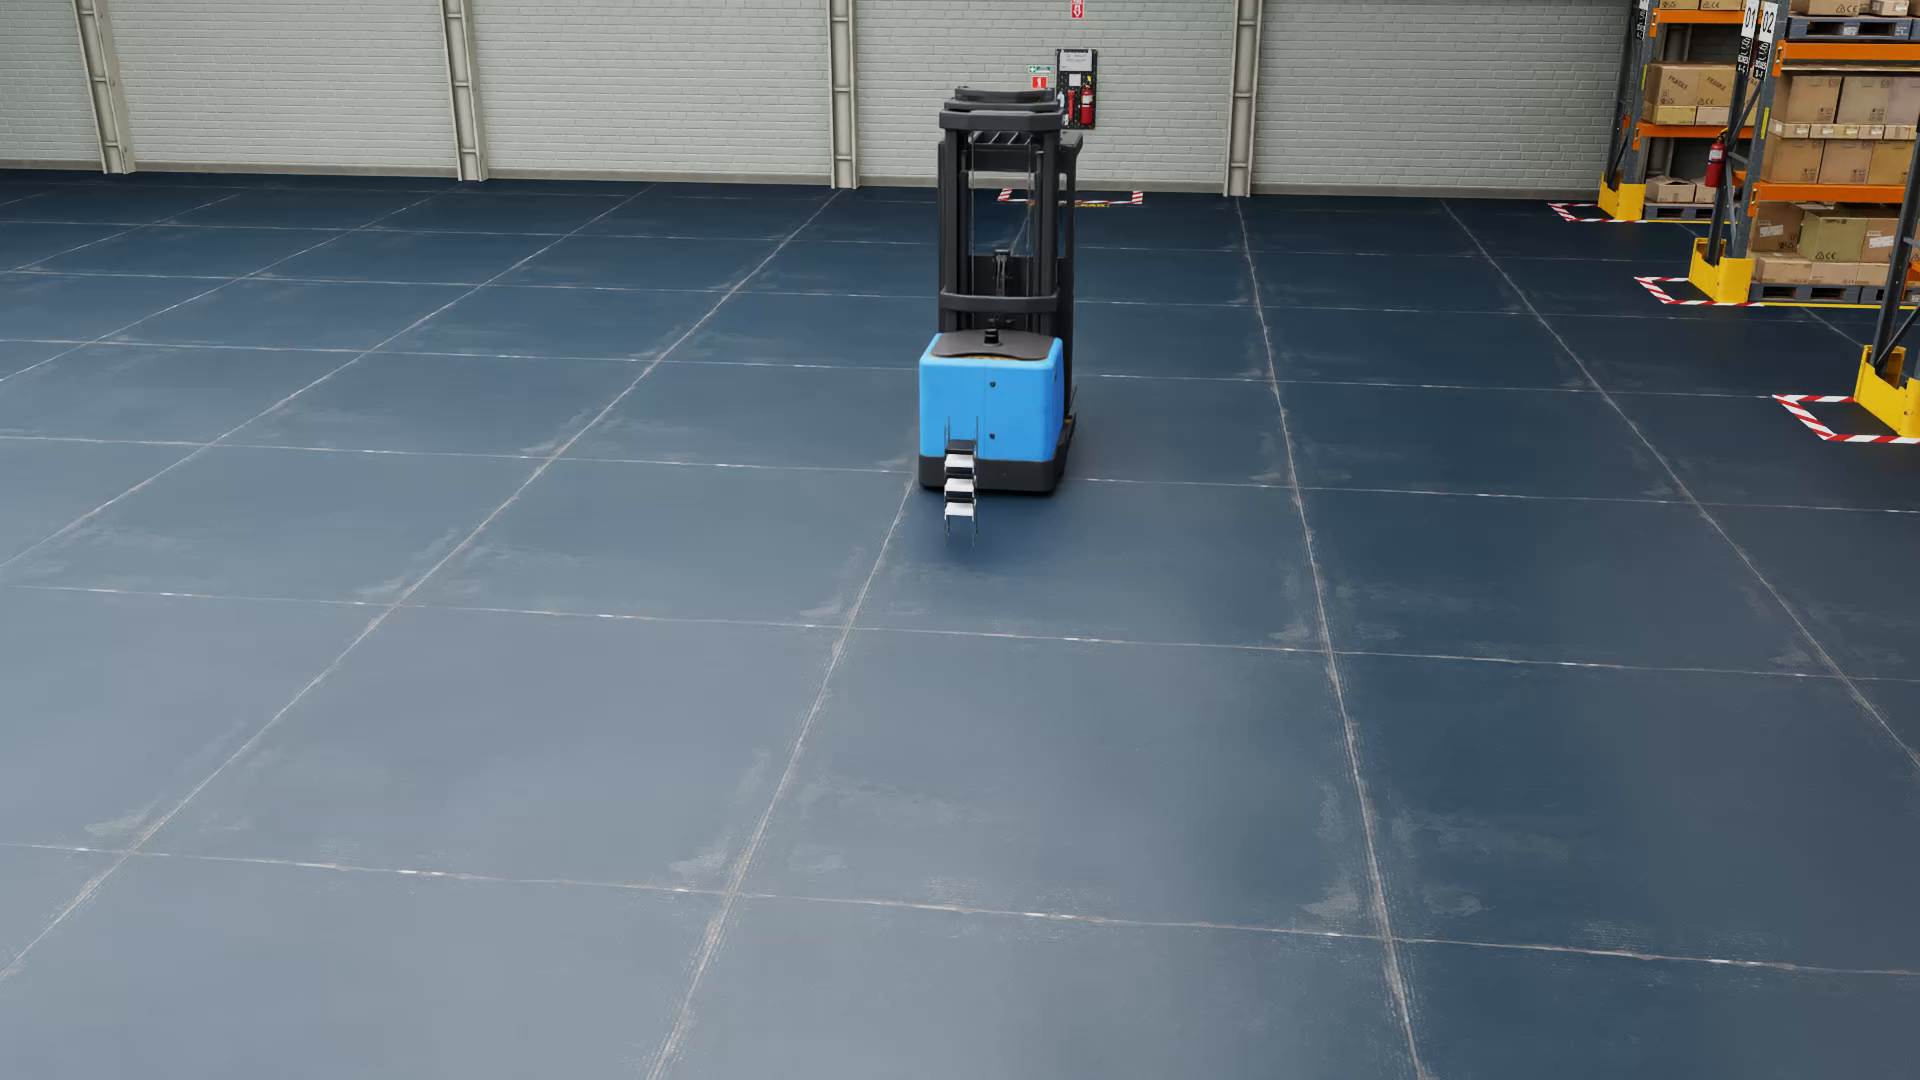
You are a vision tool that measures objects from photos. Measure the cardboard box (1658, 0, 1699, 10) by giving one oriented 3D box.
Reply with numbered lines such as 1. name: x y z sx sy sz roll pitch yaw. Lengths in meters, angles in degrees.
1. cardboard box: 9.645 -7.418 22.380 0.500 0.500 0.500 3 22 8

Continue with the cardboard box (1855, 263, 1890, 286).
1. cardboard box: 10.263 -3.034 18.704 0.500 0.250 0.500 2 22 6

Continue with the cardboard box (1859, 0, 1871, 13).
1. cardboard box: 9.938 -5.896 18.137 0.500 0.250 0.500 2 22 6

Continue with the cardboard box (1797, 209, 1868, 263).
1. cardboard box: 9.766 -3.404 18.620 0.500 0.500 0.500 2 22 6

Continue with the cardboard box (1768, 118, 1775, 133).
1. cardboard box: 9.165 -4.666 18.643 0.250 0.149 0.380 2 22 5

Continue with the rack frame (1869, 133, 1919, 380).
1. rack frame: 8.176 -2.456 14.072 0.127 3.000 1.000 2 22 6

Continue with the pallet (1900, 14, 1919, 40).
1. pallet: 10.677 -5.526 17.879 1.213 0.211 1.003 2 22 6

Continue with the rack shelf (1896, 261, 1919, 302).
1. rack shelf: 10.163 -2.035 13.986 4.000 0.370 1.077 2 22 6

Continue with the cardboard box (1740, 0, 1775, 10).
1. cardboard box: 10.690 -7.361 22.236 0.500 0.500 0.500 4 22 9

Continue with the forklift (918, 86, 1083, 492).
1. forklift: 0.404 -2.238 13.614 1.130 2.935 3.031 3 22 8

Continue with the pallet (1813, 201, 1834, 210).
1. pallet: 12.644 -4.619 23.337 1.213 0.211 1.003 2 22 6

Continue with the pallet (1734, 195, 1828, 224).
1. pallet: 11.429 -4.671 23.468 1.213 0.211 1.003 2 22 6

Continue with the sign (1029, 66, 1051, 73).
1. sign: 1.198 -7.060 24.949 0.331 0.109 0.001 2 22 6

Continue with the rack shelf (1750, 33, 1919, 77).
1. rack shelf: 10.749 -5.238 18.008 4.000 0.370 1.077 2 22 6

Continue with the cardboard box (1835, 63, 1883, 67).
1. cardboard box: 12.359 -6.309 22.974 0.500 0.500 0.500 2 22 6

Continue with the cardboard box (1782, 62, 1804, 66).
1. cardboard box: 11.348 -6.351 23.080 0.500 0.500 0.500 3 22 7

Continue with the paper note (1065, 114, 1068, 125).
1. paper note: 1.564 -6.362 25.151 0.142 0.148 0.016 2 22 6

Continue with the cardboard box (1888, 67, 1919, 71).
1. cardboard box: 12.809 -6.096 22.436 0.500 0.500 0.500 2 22 6

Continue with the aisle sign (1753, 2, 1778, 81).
1. aisle sign: 8.662 -5.364 17.893 0.004 0.787 0.394 2 22 6

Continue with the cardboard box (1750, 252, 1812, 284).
1. cardboard box: 9.270 -3.077 18.811 0.500 0.250 0.500 2 22 6

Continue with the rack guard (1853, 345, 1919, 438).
1. rack guard: 8.257 -1.307 14.567 0.348 0.500 1.175 2 22 6

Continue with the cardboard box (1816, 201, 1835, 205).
1. cardboard box: 12.279 -4.973 23.239 0.500 0.500 0.500 1 22 2

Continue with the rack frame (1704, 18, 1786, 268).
1. rack frame: 8.763 -4.264 18.646 0.127 3.000 1.000 2 22 6

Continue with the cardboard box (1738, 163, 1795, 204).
1. cardboard box: 11.308 -4.978 23.252 0.500 0.500 0.700 1 22 3

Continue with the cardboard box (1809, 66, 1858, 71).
1. cardboard box: 11.814 -6.141 22.550 0.500 0.500 0.500 2 22 5

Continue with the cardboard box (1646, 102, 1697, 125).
1. cardboard box: 9.790 -5.876 22.899 0.500 0.250 0.500 2 22 5

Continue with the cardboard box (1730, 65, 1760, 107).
1. cardboard box: 10.783 -6.181 22.652 0.500 0.500 0.500 2 22 5

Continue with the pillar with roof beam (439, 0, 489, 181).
1. pillar with roof beam: -8.242 -8.356 20.835 0.400 9.000 9.100 2 22 6

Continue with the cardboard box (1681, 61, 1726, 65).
1. cardboard box: 10.334 -6.393 23.188 0.500 0.500 0.500 3 22 7

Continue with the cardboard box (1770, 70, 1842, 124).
1. cardboard box: 9.278 -4.887 18.321 0.500 0.500 0.700 3 22 6

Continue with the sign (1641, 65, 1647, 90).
1. sign: 9.279 -6.278 22.561 0.005 0.325 0.100 2 22 6

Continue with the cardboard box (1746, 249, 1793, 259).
1. cardboard box: 9.330 -3.266 19.289 0.500 0.250 0.500 2 22 6

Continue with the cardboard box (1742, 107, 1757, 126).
1. cardboard box: 10.812 -5.834 22.794 0.500 0.250 0.500 2 22 5

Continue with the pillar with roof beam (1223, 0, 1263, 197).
1. pillar with roof beam: 3.674 -7.836 19.522 0.400 9.000 9.100 2 22 6

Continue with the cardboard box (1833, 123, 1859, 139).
1. cardboard box: 9.638 -4.495 18.212 0.250 0.149 0.380 3 22 7

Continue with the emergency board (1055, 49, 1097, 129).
1. emergency board: 1.731 -6.739 24.906 0.643 1.169 0.194 2 22 6

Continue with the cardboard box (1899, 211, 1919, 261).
1. cardboard box: 10.759 -3.359 18.506 0.500 0.500 0.500 2 22 6

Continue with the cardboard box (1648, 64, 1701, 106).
1. cardboard box: 9.781 -6.231 22.778 0.500 0.500 0.500 3 22 6

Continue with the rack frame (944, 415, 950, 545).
1. rack frame: -0.093 -0.423 11.785 0.006 0.900 0.240 2 22 6

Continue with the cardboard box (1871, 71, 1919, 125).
1. cardboard box: 10.301 -4.845 18.214 0.500 0.500 0.700 3 22 7

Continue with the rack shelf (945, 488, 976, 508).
1. rack shelf: 0.008 -0.303 11.819 0.200 0.077 0.258 2 22 6

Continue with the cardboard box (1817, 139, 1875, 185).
1. cardboard box: 9.747 -4.265 18.512 0.500 0.500 0.700 3 22 8

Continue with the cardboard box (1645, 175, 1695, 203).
1. cardboard box: 10.019 -4.965 23.476 0.500 0.311 0.500 0 22 0

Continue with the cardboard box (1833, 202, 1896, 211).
1. cardboard box: 10.325 -3.577 19.057 0.500 0.500 0.500 2 22 6

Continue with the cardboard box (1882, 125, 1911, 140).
1. cardboard box: 10.153 -4.473 18.155 0.250 0.149 0.380 2 22 4

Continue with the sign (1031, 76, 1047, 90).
1. sign: 1.195 -6.817 25.055 0.234 0.329 0.001 2 22 6

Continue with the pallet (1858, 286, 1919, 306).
1. pallet: 10.736 -2.896 18.978 1.213 0.211 1.003 2 22 6

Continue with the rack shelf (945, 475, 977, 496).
1. rack shelf: 0.008 -0.387 11.786 0.200 0.077 0.258 2 22 6

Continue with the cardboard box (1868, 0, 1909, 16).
1. cardboard box: 9.911 -5.688 17.747 0.250 0.149 0.380 2 22 6

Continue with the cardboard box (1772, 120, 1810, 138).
1. cardboard box: 9.127 -4.517 18.267 0.250 0.149 0.380 2 22 6

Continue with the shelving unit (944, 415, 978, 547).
1. shelving unit: 0.008 -0.418 11.773 0.210 0.900 0.258 2 22 6

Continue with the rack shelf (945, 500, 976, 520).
1. rack shelf: 0.008 -0.220 11.852 0.200 0.077 0.258 2 22 6

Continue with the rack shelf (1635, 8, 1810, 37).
1. rack shelf: 11.329 -7.047 22.583 4.000 0.370 1.077 2 22 6

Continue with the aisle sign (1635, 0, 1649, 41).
1. aisle sign: 9.236 -7.176 22.474 0.004 0.787 0.394 2 22 6
